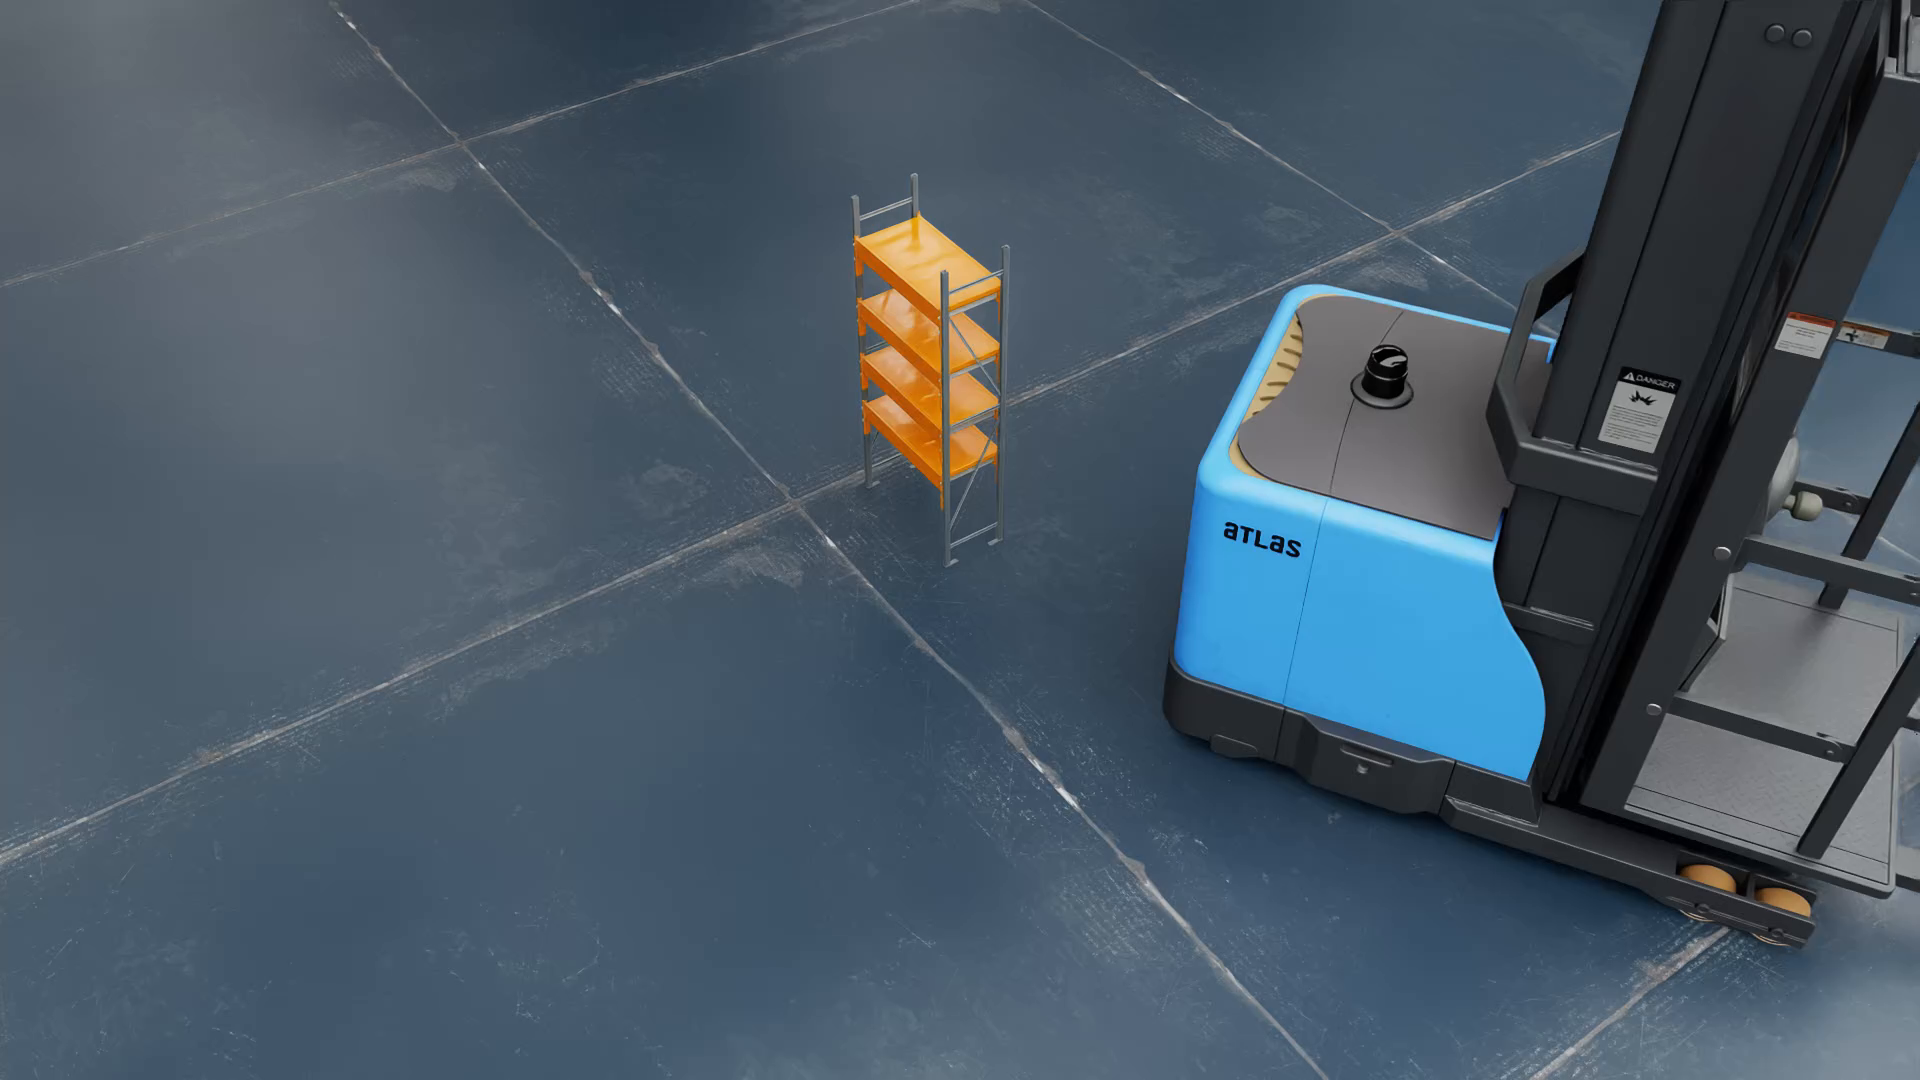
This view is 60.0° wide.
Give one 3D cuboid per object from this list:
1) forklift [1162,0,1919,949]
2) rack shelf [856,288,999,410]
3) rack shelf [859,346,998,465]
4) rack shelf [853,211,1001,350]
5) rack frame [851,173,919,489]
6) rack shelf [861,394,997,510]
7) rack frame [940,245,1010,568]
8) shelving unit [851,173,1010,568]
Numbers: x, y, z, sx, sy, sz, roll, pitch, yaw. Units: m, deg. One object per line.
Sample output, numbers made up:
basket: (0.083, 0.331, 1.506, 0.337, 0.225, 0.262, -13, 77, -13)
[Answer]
forklift: (2.185, -0.365, 4.010, 3.031, 2.935, 1.130, 17, 46, 17)
rack shelf: (-0.095, -0.641, 5.326, 0.258, 0.148, 0.480, -26, 49, -24)
rack shelf: (-0.095, -0.479, 5.480, 0.258, 0.148, 0.480, -26, 49, -24)
rack shelf: (-0.095, -0.812, 5.163, 0.258, 0.148, 0.480, -26, 49, -24)
rack frame: (-0.234, -0.666, 5.579, 0.240, 1.200, 0.015, -26, 49, -24)
rack shelf: (-0.095, -0.335, 5.617, 0.258, 0.148, 0.480, -26, 49, -24)
rack frame: (0.045, -0.390, 5.289, 0.240, 1.200, 0.015, -26, 49, -24)
shelving unit: (-0.095, -0.528, 5.434, 0.258, 1.200, 0.503, -26, 49, -24)
